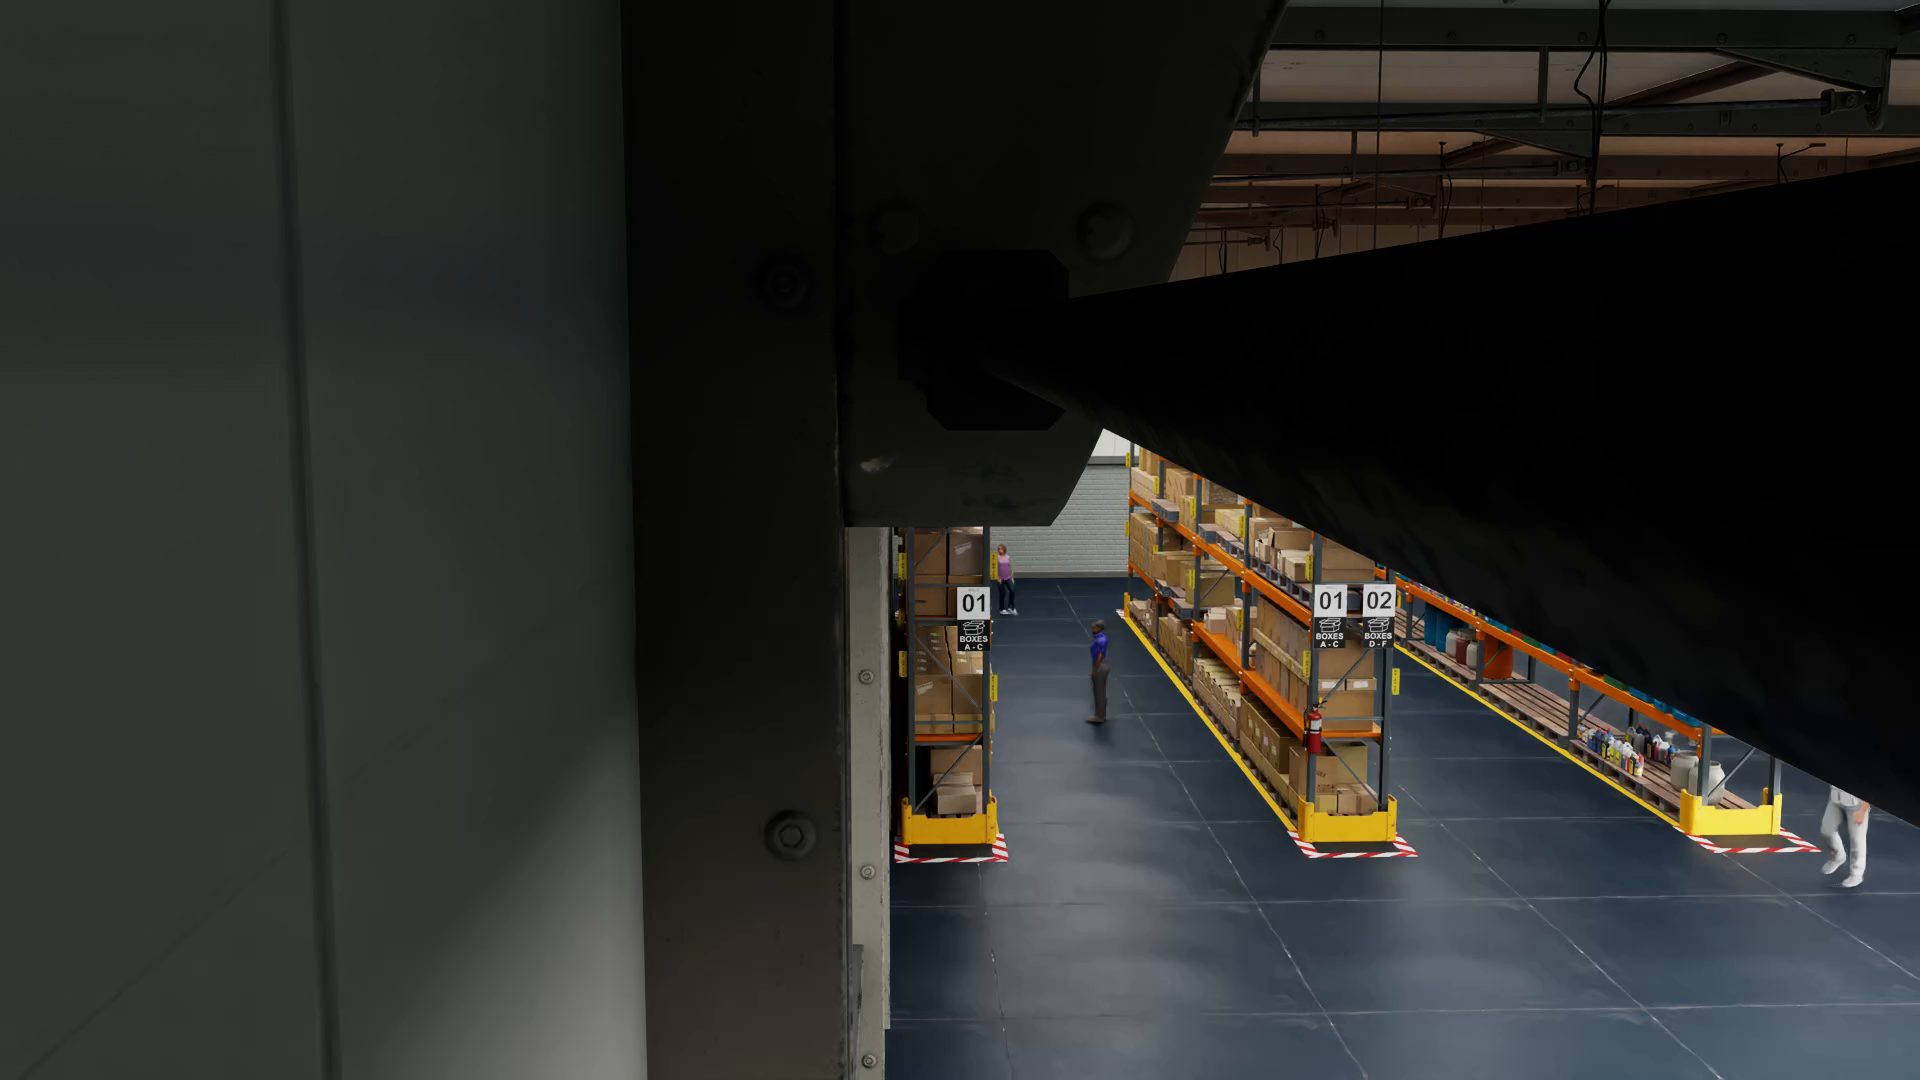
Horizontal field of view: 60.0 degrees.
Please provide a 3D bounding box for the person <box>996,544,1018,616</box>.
[{"bbox_3d":[0.981,0.877,36.385,0.494,1.587,0.507,-4,8,-28],"label":"person"}]

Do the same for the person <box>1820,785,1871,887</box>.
[{"bbox_3d":[10.189,3.034,19.025,0.555,1.767,0.604,-5,9,-32],"label":"person"}]

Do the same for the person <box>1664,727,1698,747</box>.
[{"bbox_3d":[10.979,2.241,25.129,0.561,1.802,0.581,-7,10,-43],"label":"person"}]

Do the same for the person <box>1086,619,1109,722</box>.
[{"bbox_3d":[2.203,2.093,26.670,0.363,1.669,0.454,0,7,-1],"label":"person"}]
